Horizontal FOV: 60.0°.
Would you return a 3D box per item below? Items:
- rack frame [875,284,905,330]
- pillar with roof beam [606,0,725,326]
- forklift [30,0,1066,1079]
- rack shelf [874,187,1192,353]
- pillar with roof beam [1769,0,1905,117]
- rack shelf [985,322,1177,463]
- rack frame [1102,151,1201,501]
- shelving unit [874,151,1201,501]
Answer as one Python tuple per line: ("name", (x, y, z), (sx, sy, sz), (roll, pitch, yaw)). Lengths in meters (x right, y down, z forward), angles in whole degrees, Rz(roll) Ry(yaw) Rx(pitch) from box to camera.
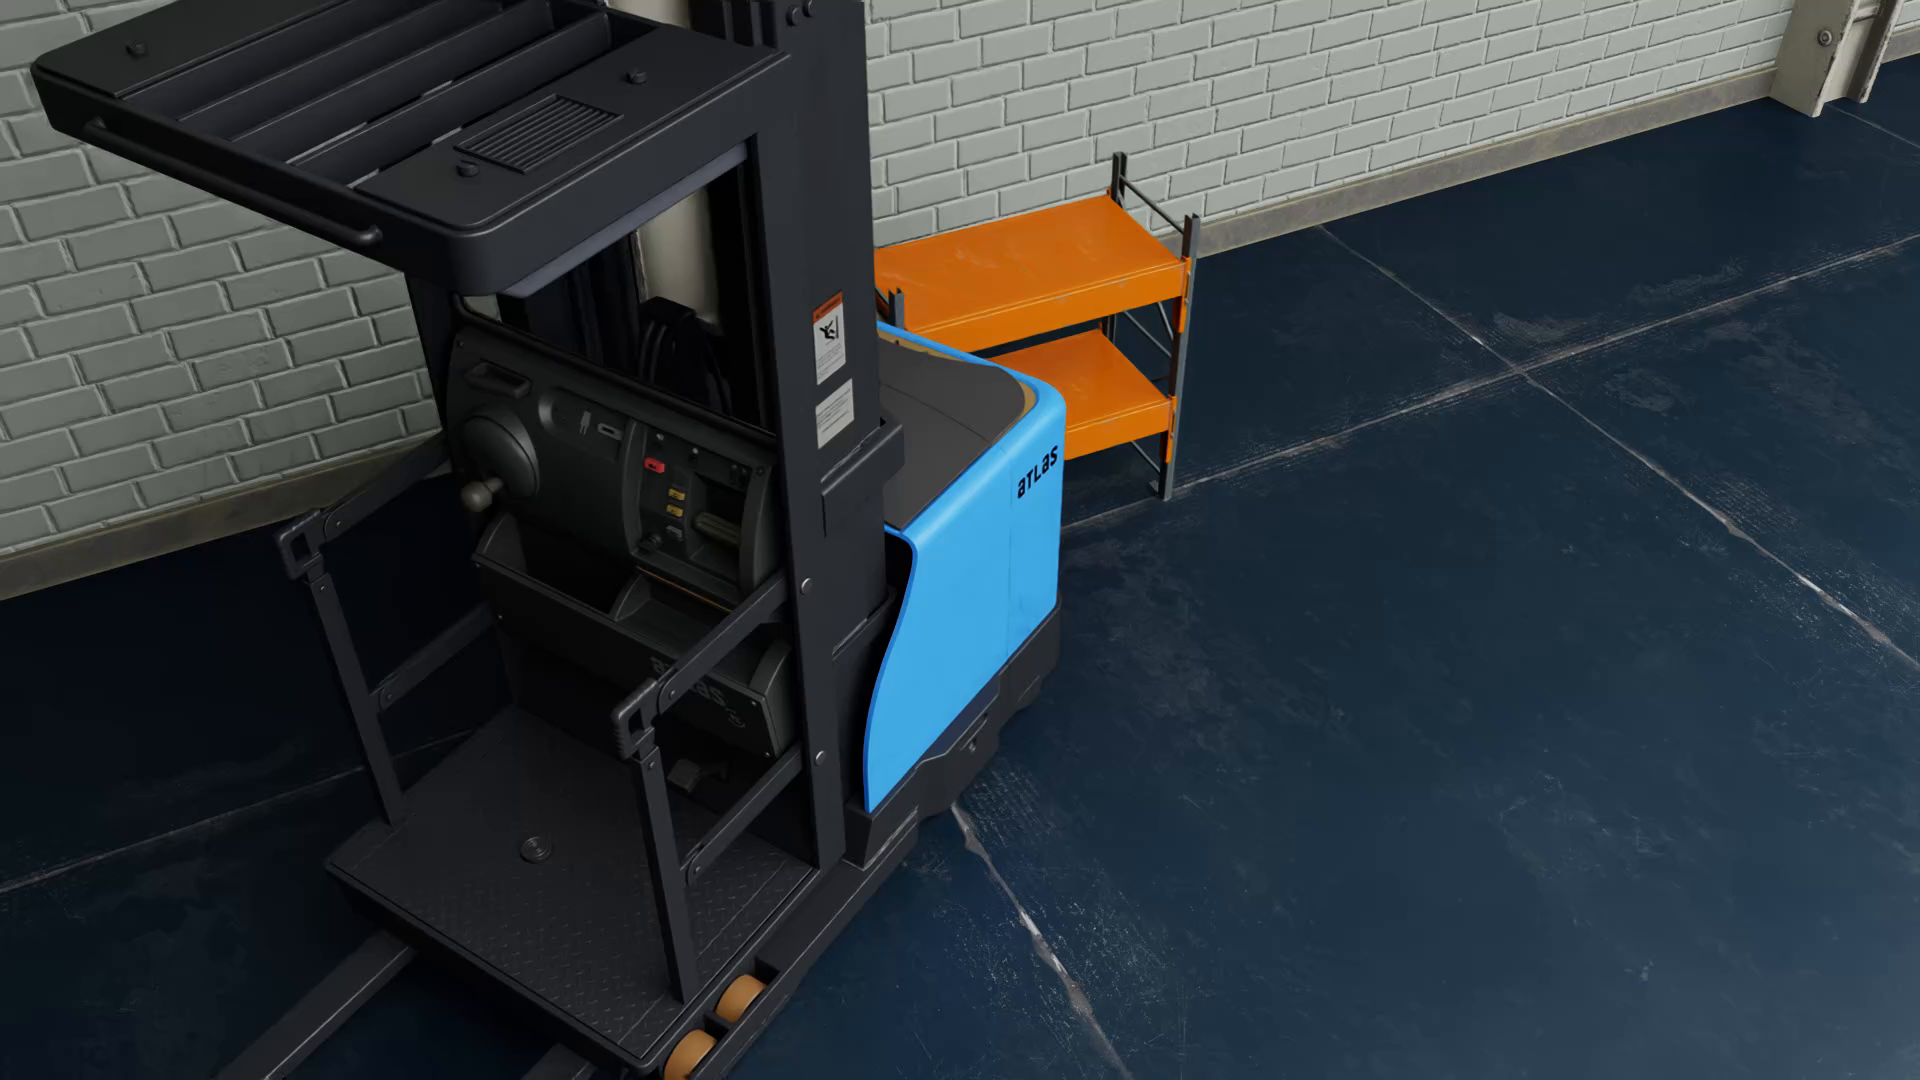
("rack frame", (-0.285, -0.433, 5.390), (0.032, 1.125, 0.500), (-17, 43, -19))
("pillar with roof beam", (0.982, -1.413, 0.454), (0.400, 9.000, 9.100), (-19, 44, -21))
("forklift", (-0.915, -0.090, 3.588), (1.130, 2.935, 3.031), (23, 45, 25))
("rack shelf", (0.173, -0.798, 5.369), (1.000, 0.278, 0.538), (-17, 43, -19))
("pillar with roof beam", (6.304, -3.203, 2.569), (0.400, 9.000, 9.100), (-19, 44, -21))
("rack shelf", (0.173, -0.388, 5.716), (1.000, 0.278, 0.538), (-17, 43, -19))
("rack frame", (0.631, -0.717, 5.726), (0.032, 1.125, 0.500), (-17, 43, -19))
("shelving unit", (0.173, -0.575, 5.558), (1.048, 1.125, 0.538), (-17, 43, -19))
